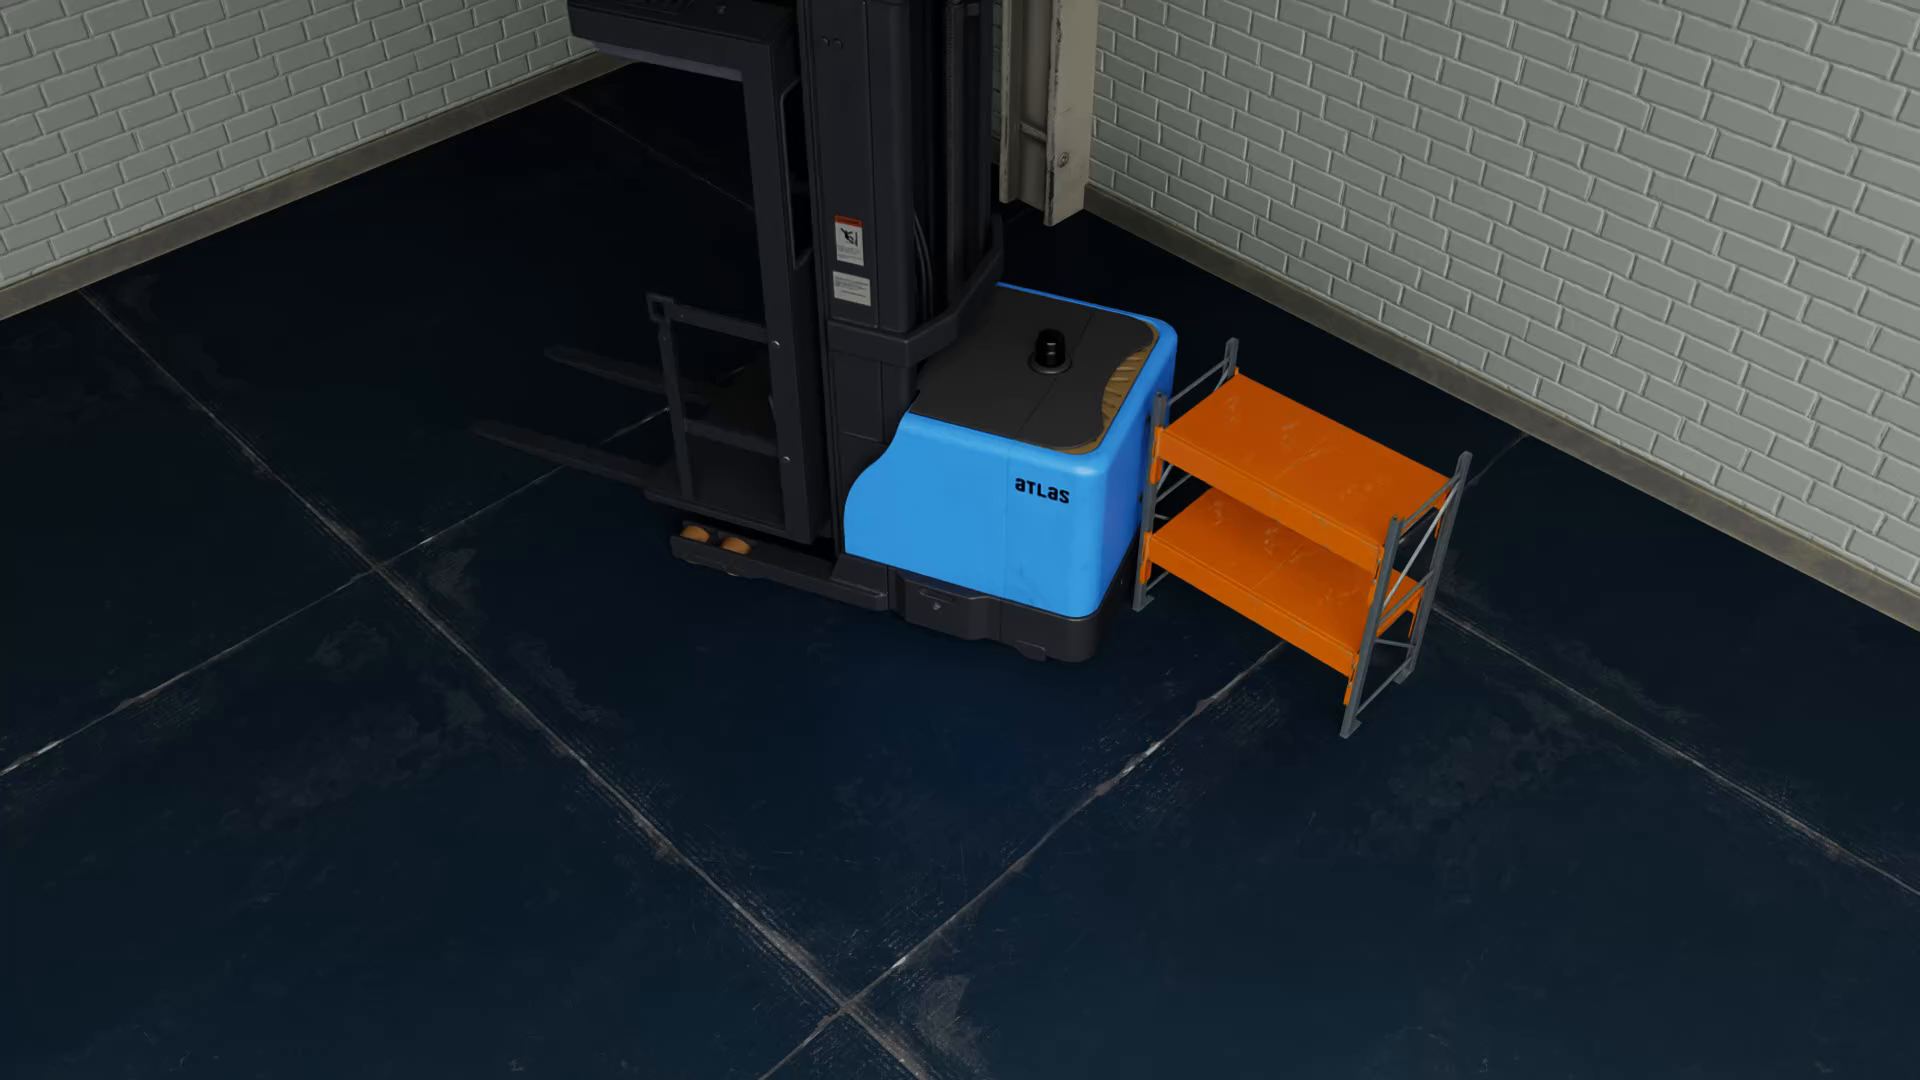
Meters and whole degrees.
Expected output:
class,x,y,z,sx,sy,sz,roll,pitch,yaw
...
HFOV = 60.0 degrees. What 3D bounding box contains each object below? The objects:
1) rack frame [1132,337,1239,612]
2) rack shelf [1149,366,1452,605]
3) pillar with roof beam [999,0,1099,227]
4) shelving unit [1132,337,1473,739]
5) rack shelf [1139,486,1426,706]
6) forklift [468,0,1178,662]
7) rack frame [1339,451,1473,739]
class,x,y,z,sx,sy,sz,roll,pitch,yaw
rack frame,0.900,-0.243,6.684,0.032,1.125,0.500,32,51,30
rack shelf,1.274,-0.224,6.232,1.000,0.278,0.538,32,51,30
pillar with roof beam,-2.586,-3.124,4.000,9.100,9.000,0.400,-34,53,-31
shelving unit,1.274,-0.009,6.431,1.048,1.125,0.538,32,51,30
rack shelf,1.274,0.170,6.597,1.000,0.278,0.538,32,51,30
forklift,-0.688,-1.236,6.428,3.031,2.935,1.130,16,45,16
rack frame,1.648,0.225,6.178,0.032,1.125,0.500,32,51,30
